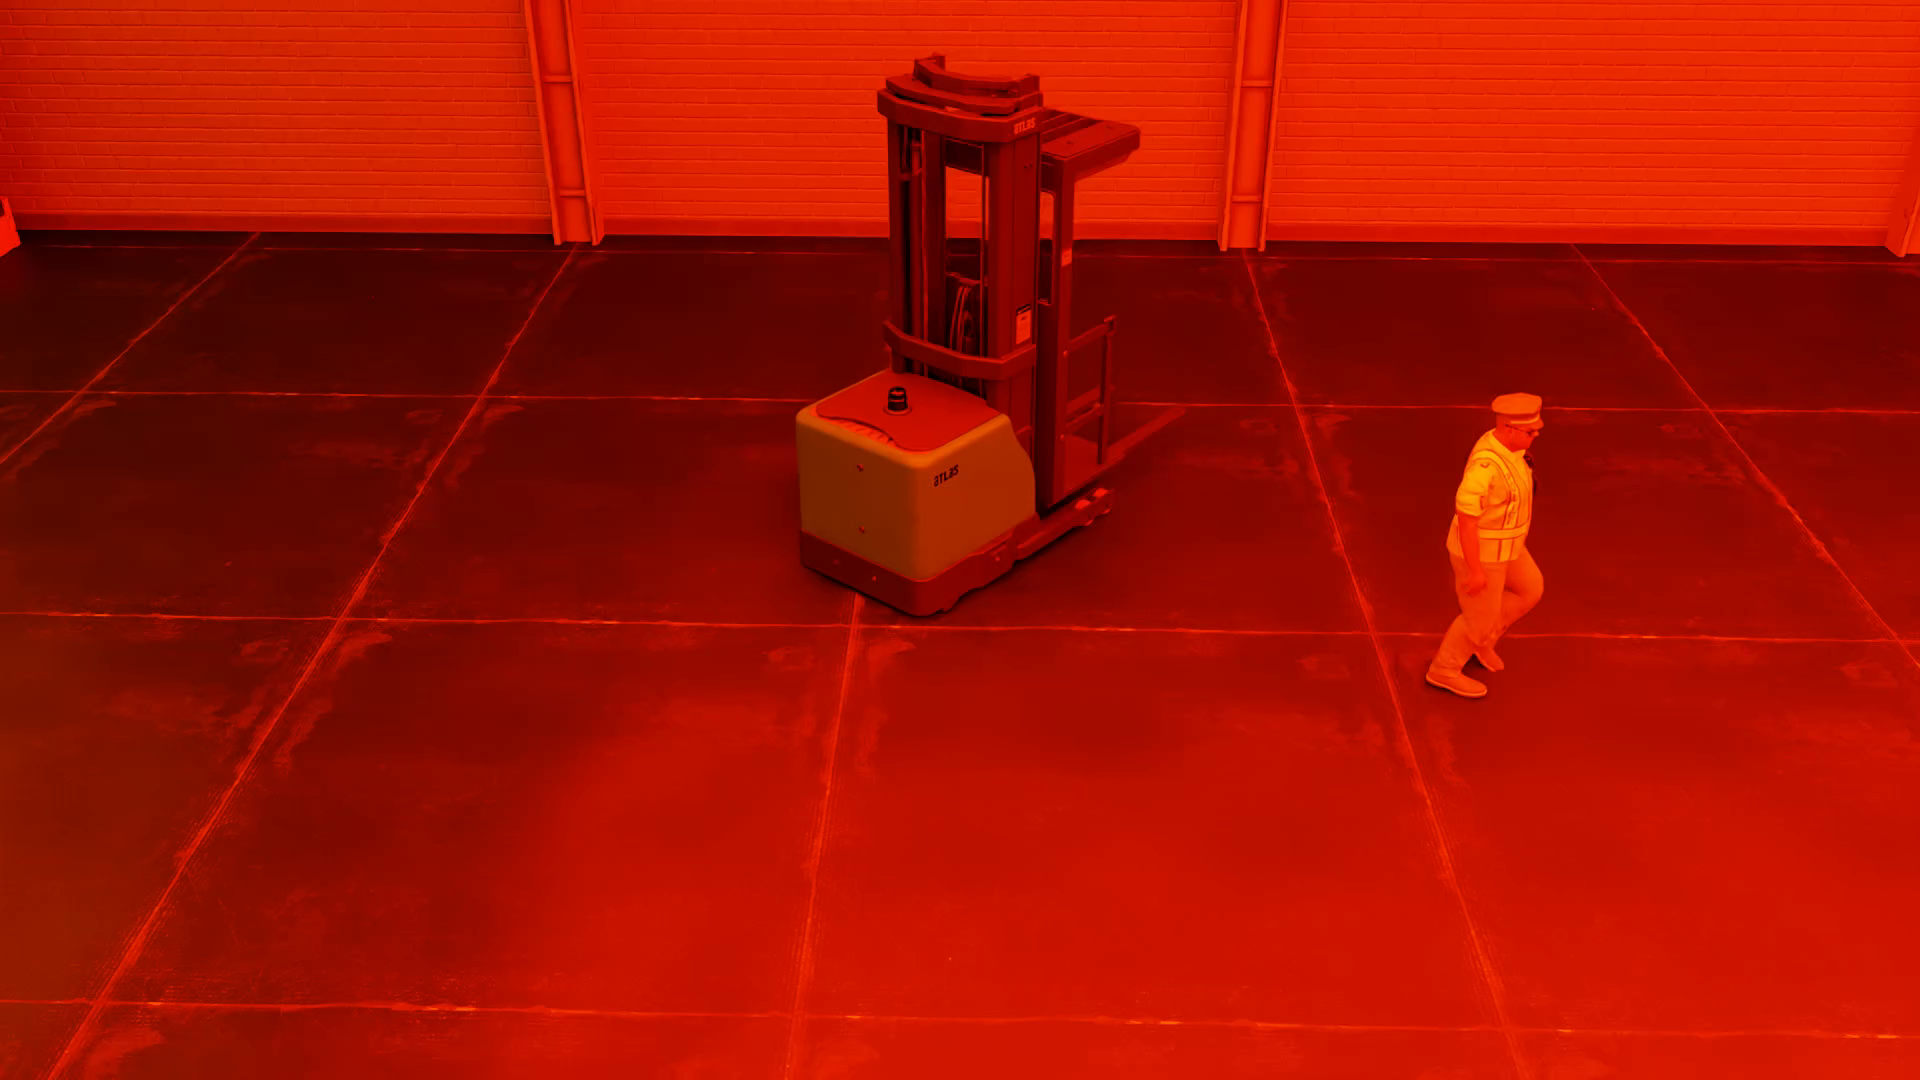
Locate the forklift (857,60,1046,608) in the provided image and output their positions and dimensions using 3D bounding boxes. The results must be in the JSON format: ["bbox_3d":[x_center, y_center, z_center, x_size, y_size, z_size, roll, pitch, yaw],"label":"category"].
[{"bbox_3d":[-0.050,-1.573,10.282,1.130,2.935,3.031,0,31,0],"label":"forklift"}]

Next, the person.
[{"bbox_3d":[2.854,0.046,8.708,0.454,1.753,0.589,16,34,25],"label":"person"}]
